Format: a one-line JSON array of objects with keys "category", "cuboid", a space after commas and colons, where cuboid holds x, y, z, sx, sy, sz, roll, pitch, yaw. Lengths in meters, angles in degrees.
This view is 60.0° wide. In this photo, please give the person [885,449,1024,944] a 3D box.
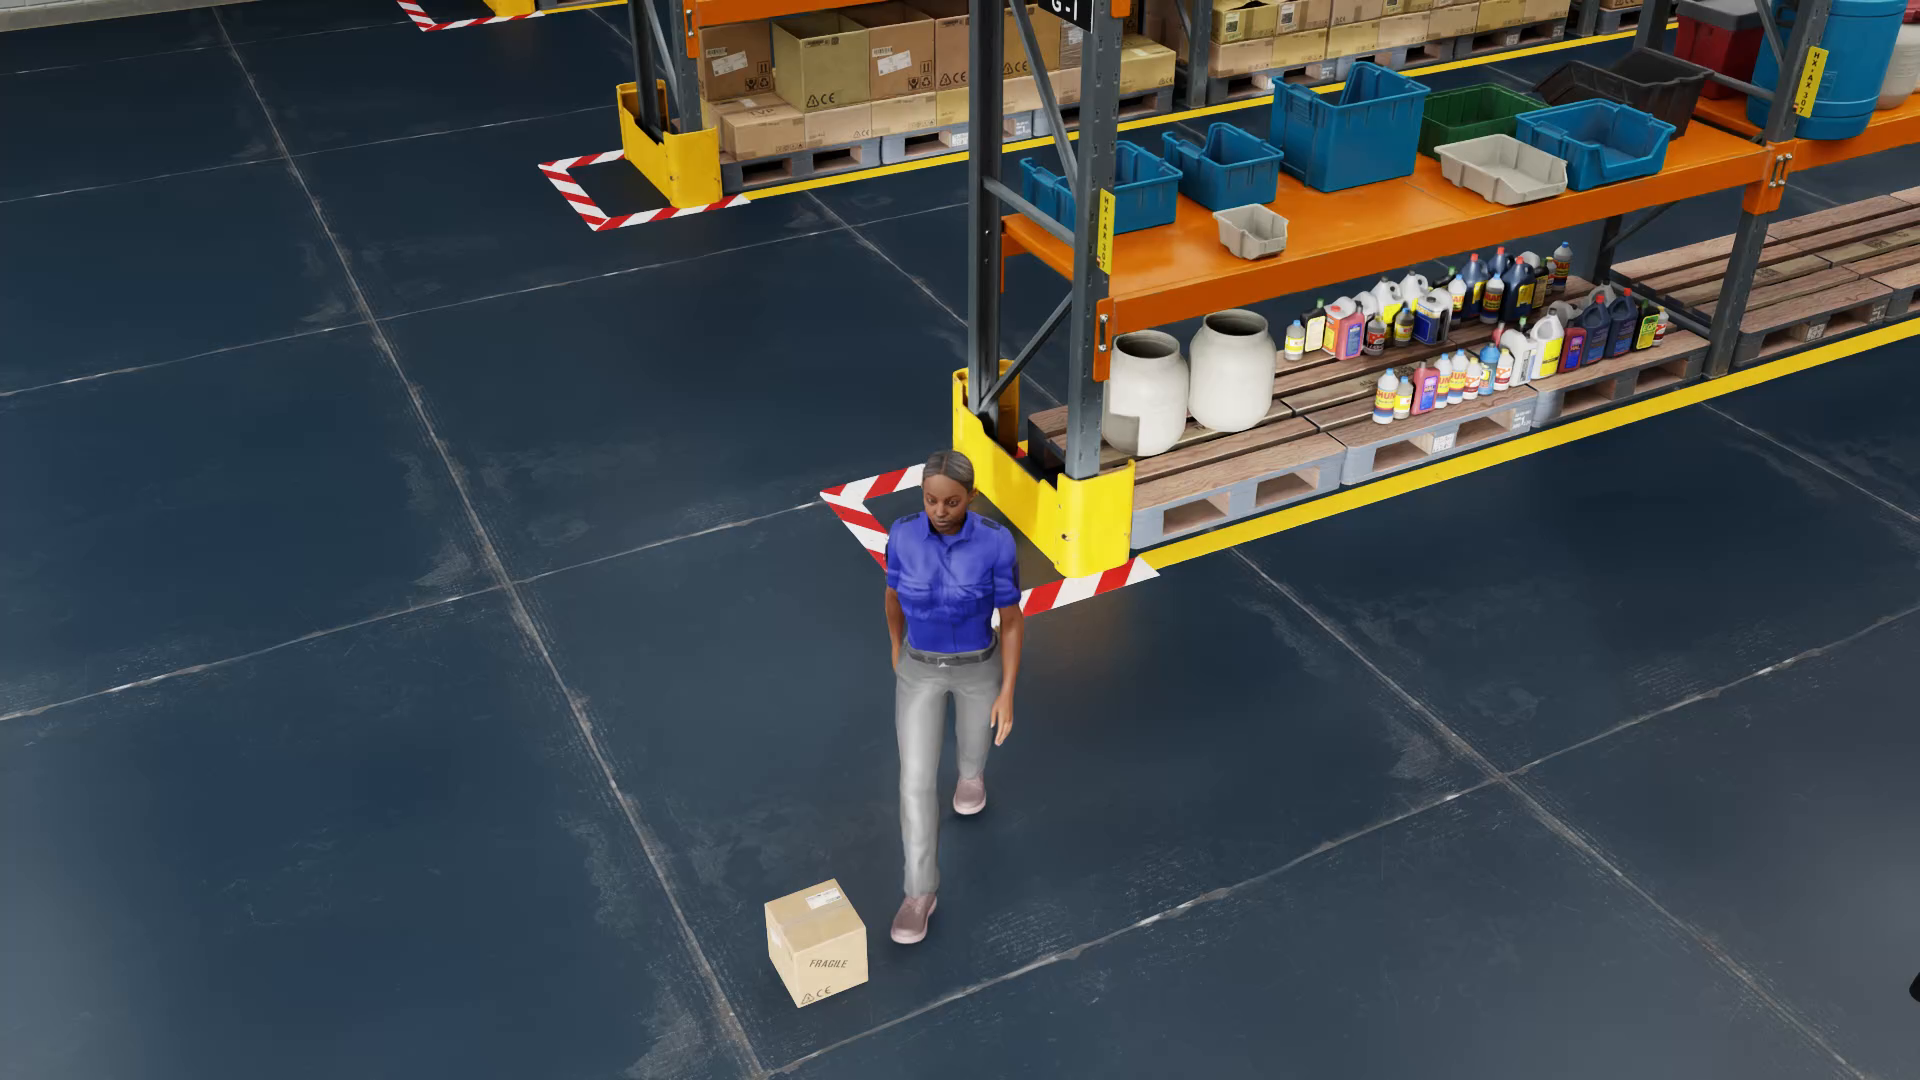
[{"category": "person", "cuboid": [-0.023, 0.452, 5.450, 0.458, 1.599, 0.966, 1, 33, 1]}]
